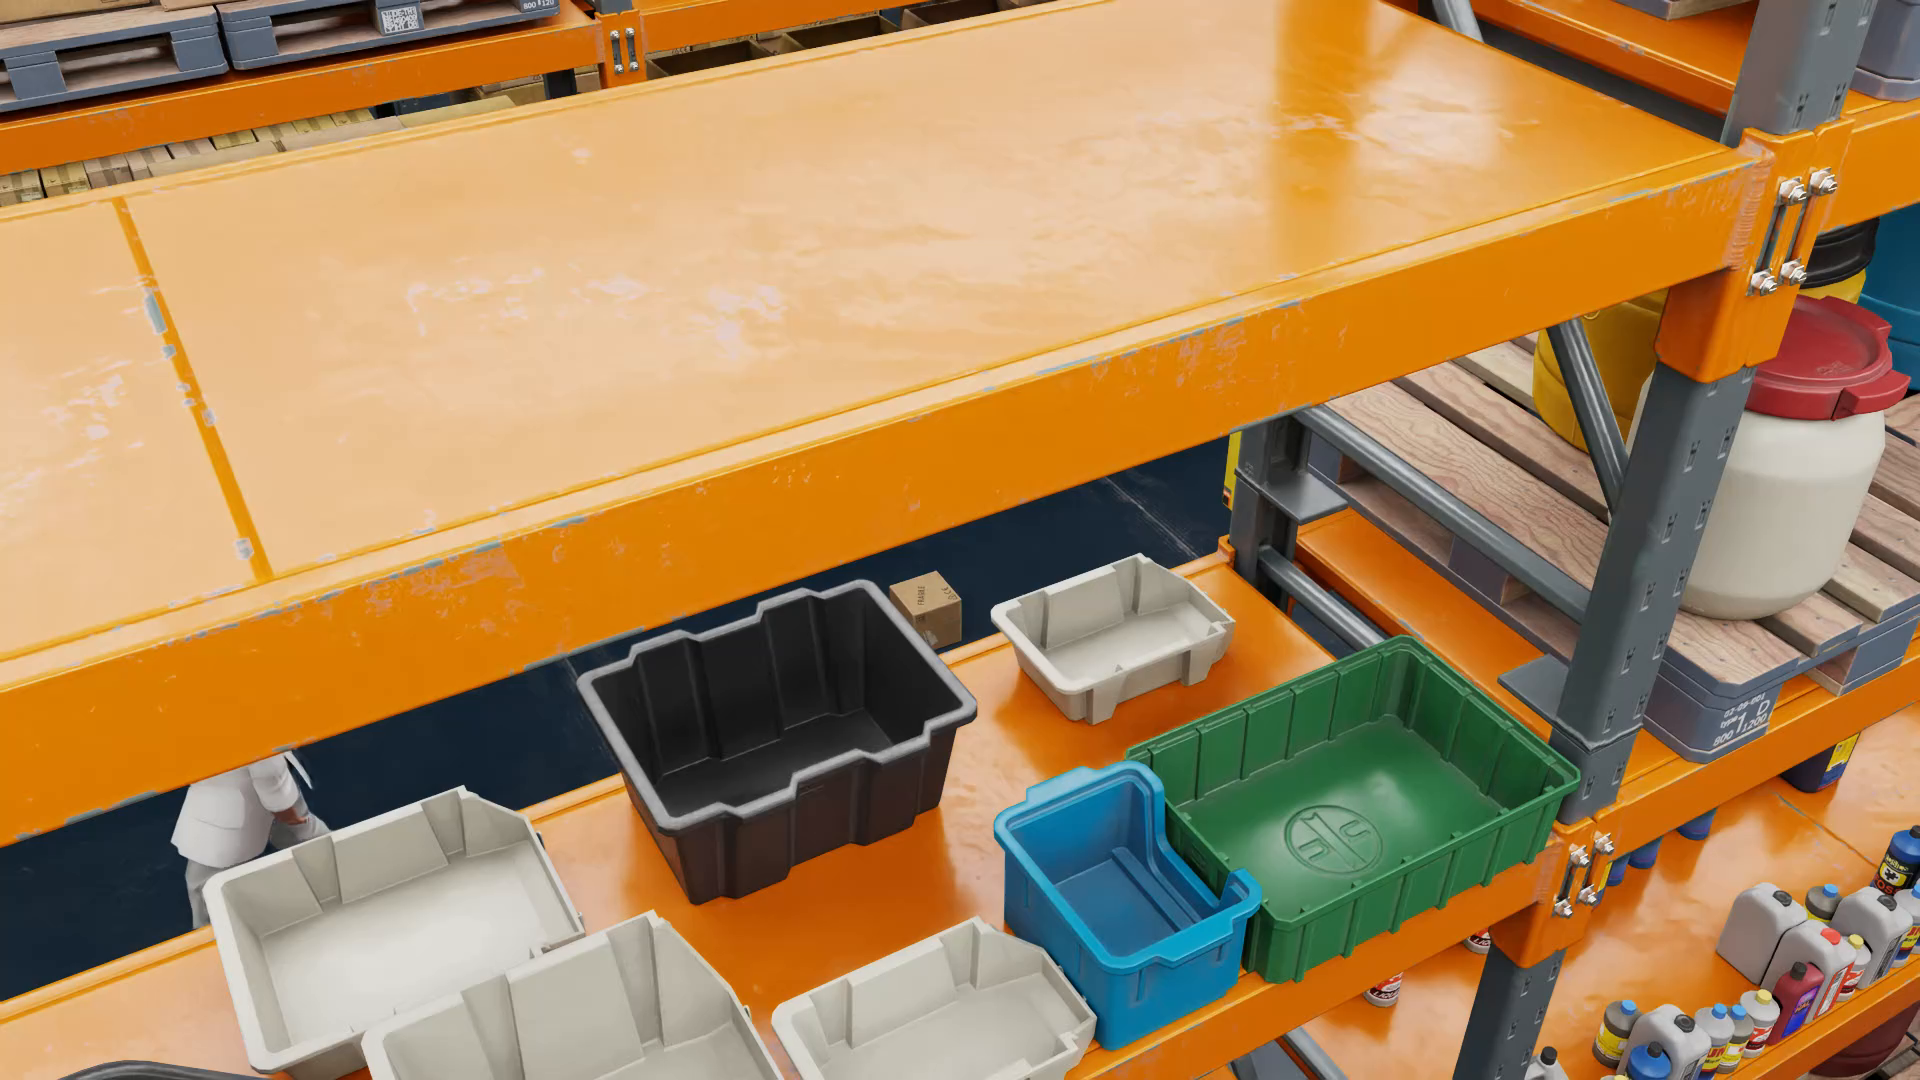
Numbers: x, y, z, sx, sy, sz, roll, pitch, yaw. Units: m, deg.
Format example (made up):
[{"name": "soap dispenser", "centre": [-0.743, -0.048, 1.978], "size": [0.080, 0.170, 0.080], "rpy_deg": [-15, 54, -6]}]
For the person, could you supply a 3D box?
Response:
[{"name": "person", "centre": [-2.594, 0.847, 5.807], "size": [0.797, 1.823, 0.573], "rpy_deg": [-15, 39, -19]}]
